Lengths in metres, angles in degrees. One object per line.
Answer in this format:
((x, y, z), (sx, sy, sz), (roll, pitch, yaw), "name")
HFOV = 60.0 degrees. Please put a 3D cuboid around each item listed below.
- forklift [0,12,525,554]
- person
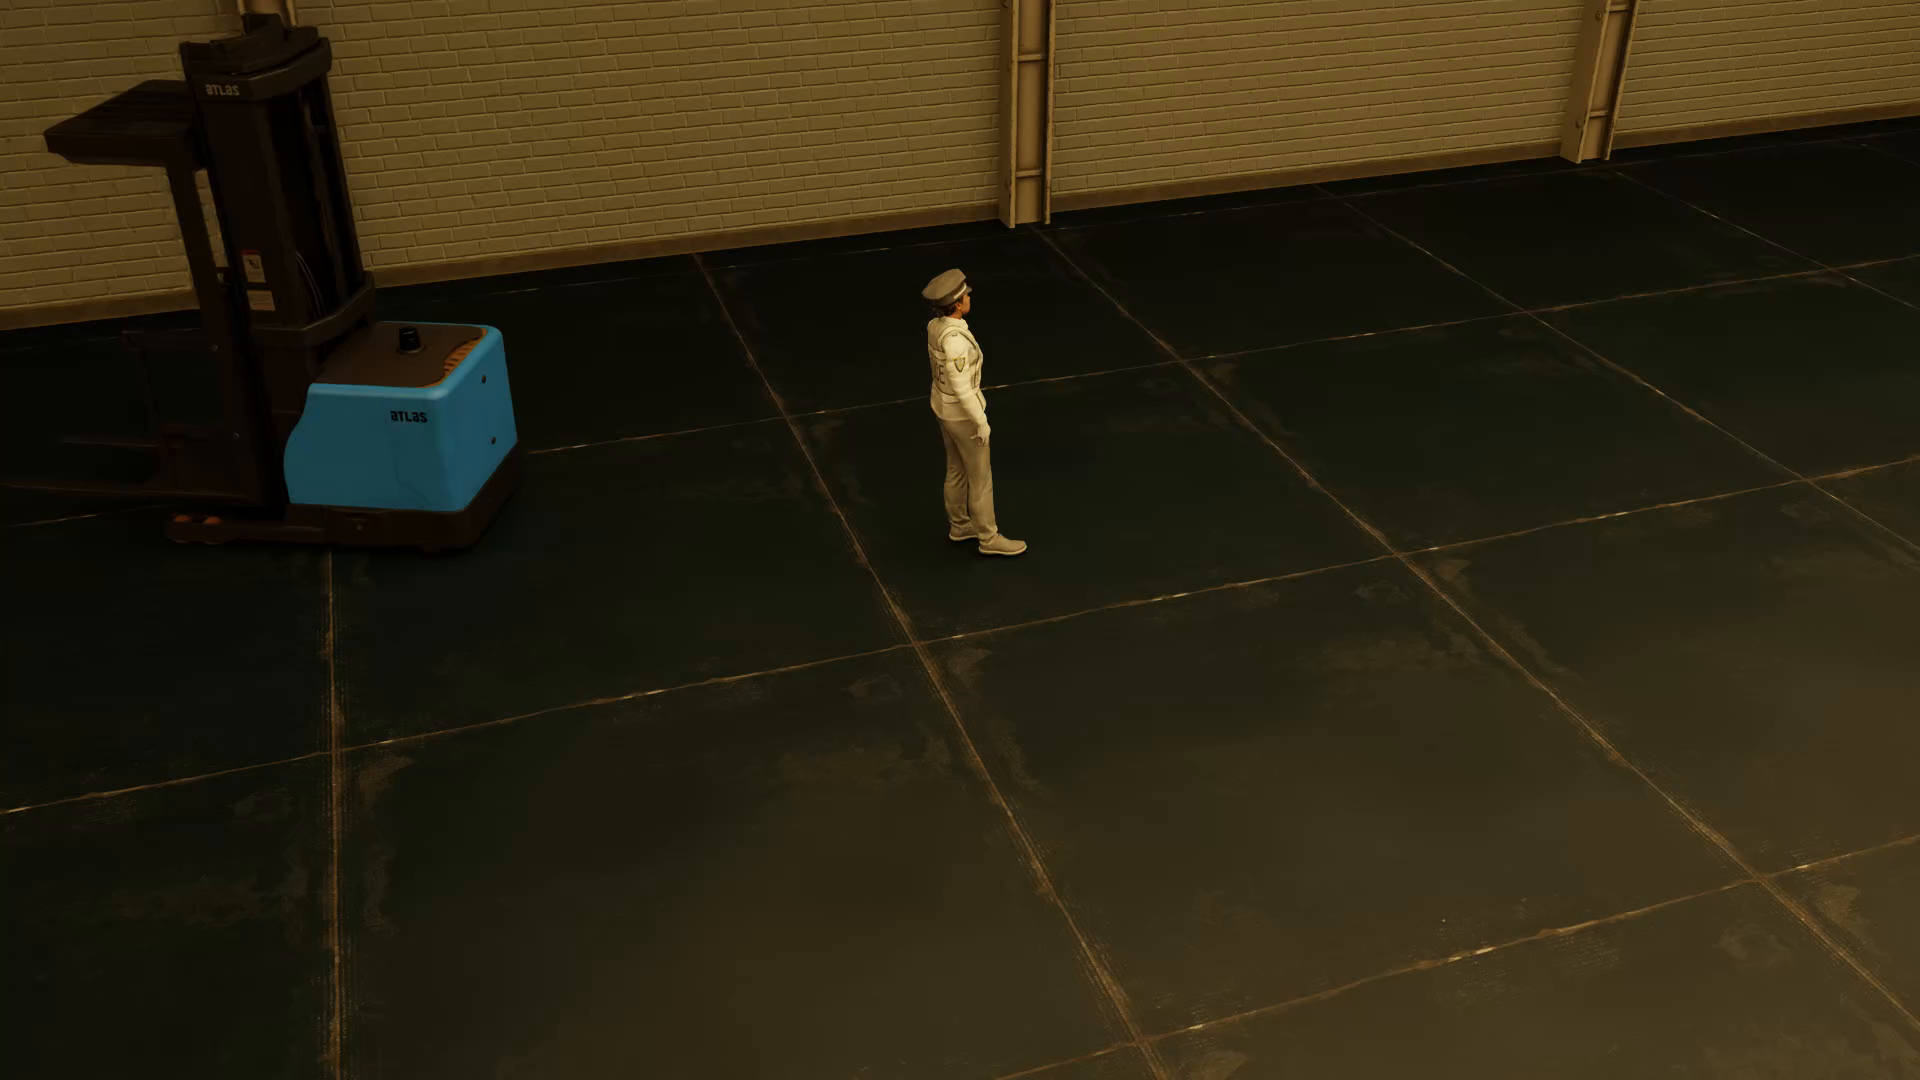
((-4.330, -1.496, 9.687), (3.031, 2.935, 1.130), (3, 30, 6), "forklift")
((0.067, -0.748, 9.614), (0.531, 1.695, 0.587), (-10, 31, -16), "person")
